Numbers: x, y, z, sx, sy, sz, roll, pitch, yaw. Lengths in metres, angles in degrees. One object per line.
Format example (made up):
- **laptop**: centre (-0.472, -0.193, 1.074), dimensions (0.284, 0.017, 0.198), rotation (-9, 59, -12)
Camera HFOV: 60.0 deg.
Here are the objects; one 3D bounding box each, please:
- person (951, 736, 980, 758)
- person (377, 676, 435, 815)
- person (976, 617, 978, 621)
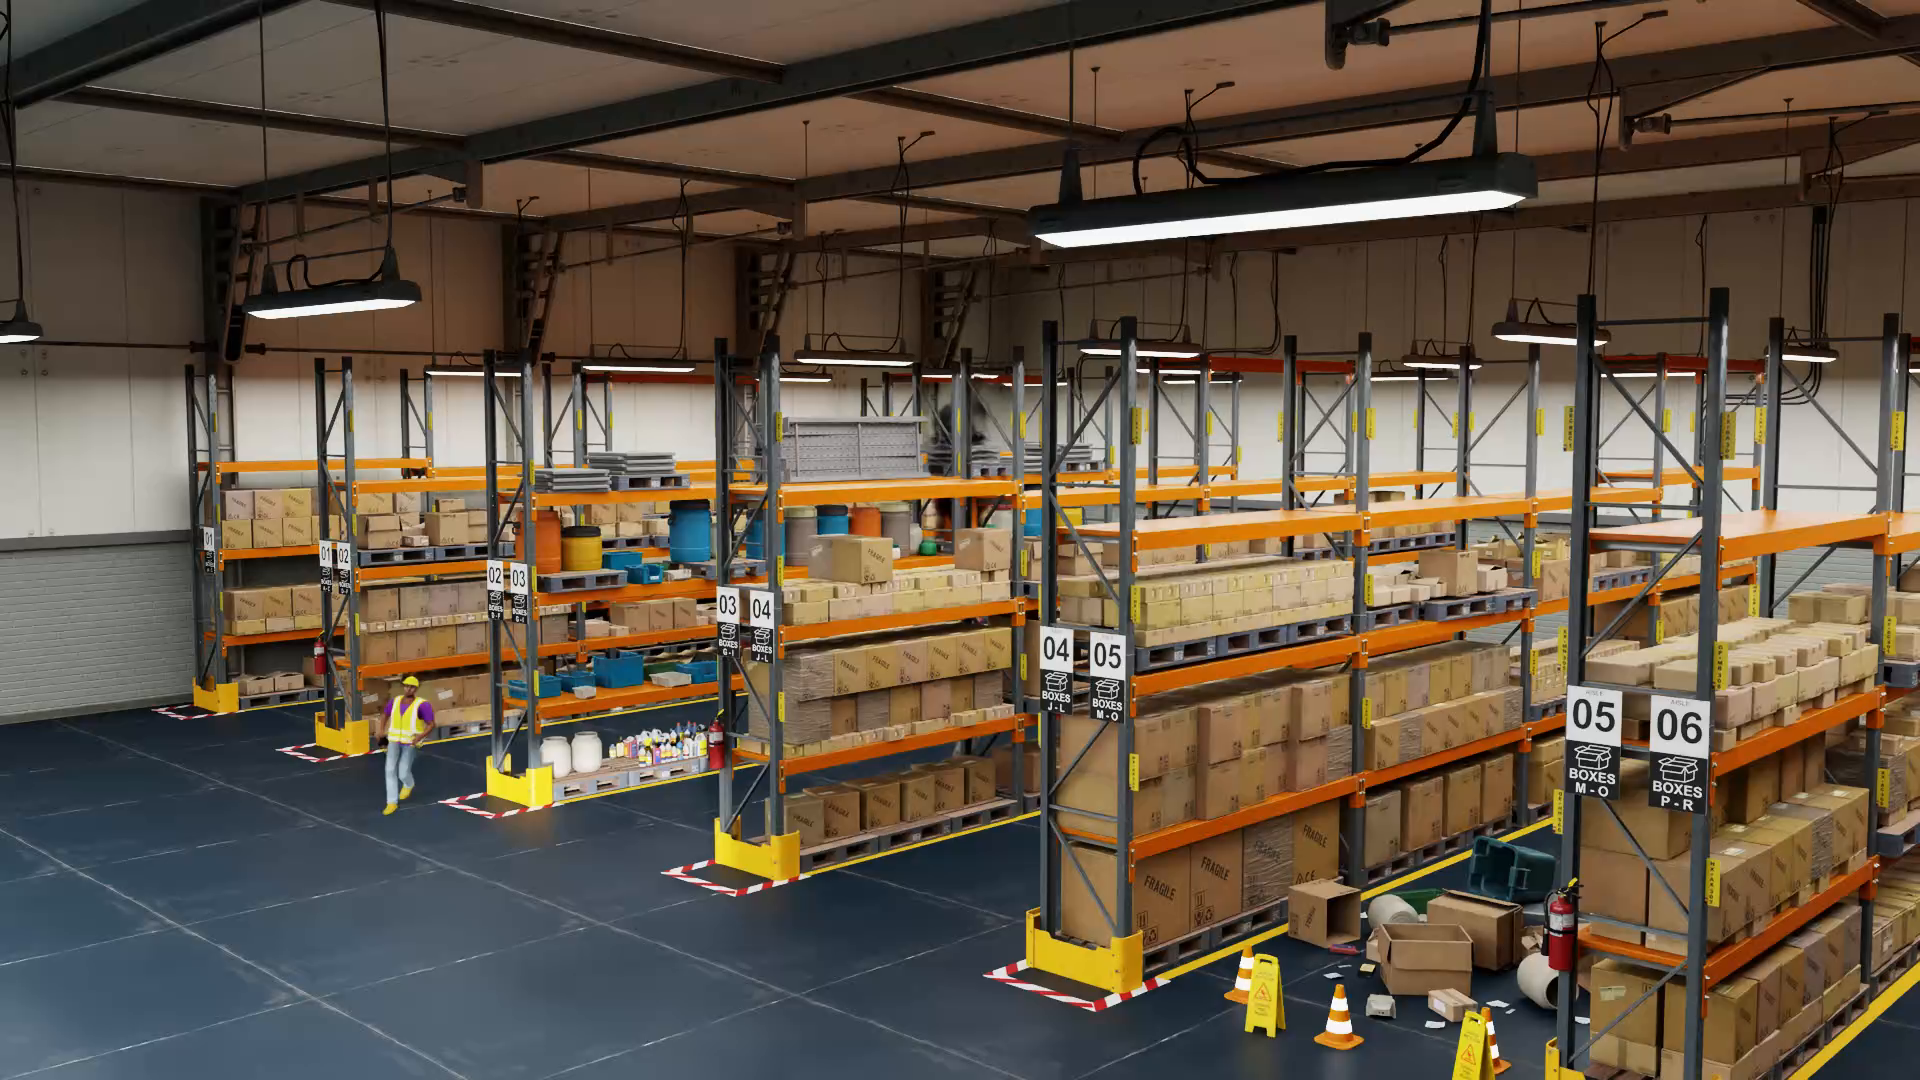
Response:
- **person**: centre (0.054, 2.364, 24.695), dimensions (0.657, 1.777, 0.949), rotation (3, 5, 34)
- **person**: centre (-7.240, 2.650, 21.687), dimensions (0.753, 1.741, 0.750), rotation (0, 4, 3)
- **person**: centre (0.080, 1.877, 32.374), dimensions (0.569, 1.628, 0.801), rotation (3, 5, 32)
